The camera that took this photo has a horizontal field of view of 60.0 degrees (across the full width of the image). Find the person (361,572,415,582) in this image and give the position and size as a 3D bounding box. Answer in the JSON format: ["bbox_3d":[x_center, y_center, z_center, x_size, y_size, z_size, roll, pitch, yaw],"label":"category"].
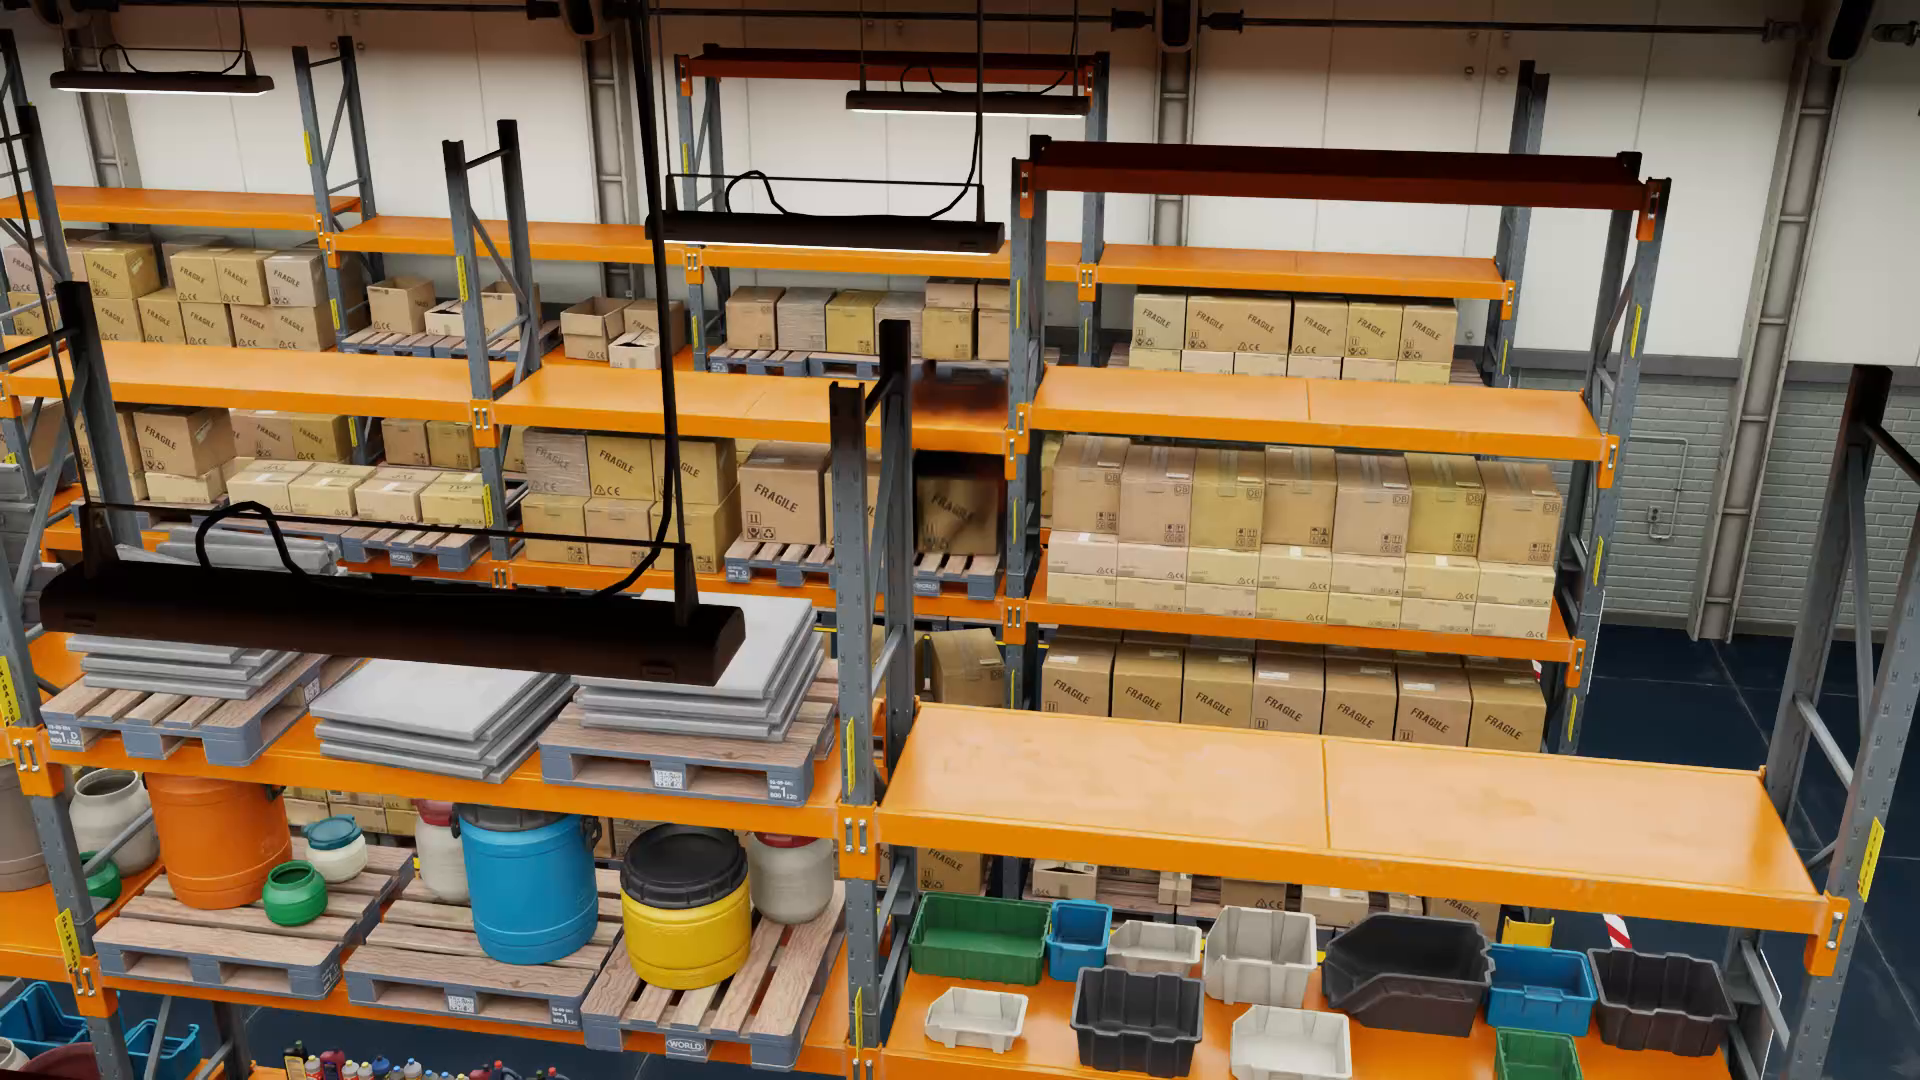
[{"bbox_3d":[-5.743,0.540,16.878,0.557,1.733,0.466,-21,31,-40],"label":"person"}]
